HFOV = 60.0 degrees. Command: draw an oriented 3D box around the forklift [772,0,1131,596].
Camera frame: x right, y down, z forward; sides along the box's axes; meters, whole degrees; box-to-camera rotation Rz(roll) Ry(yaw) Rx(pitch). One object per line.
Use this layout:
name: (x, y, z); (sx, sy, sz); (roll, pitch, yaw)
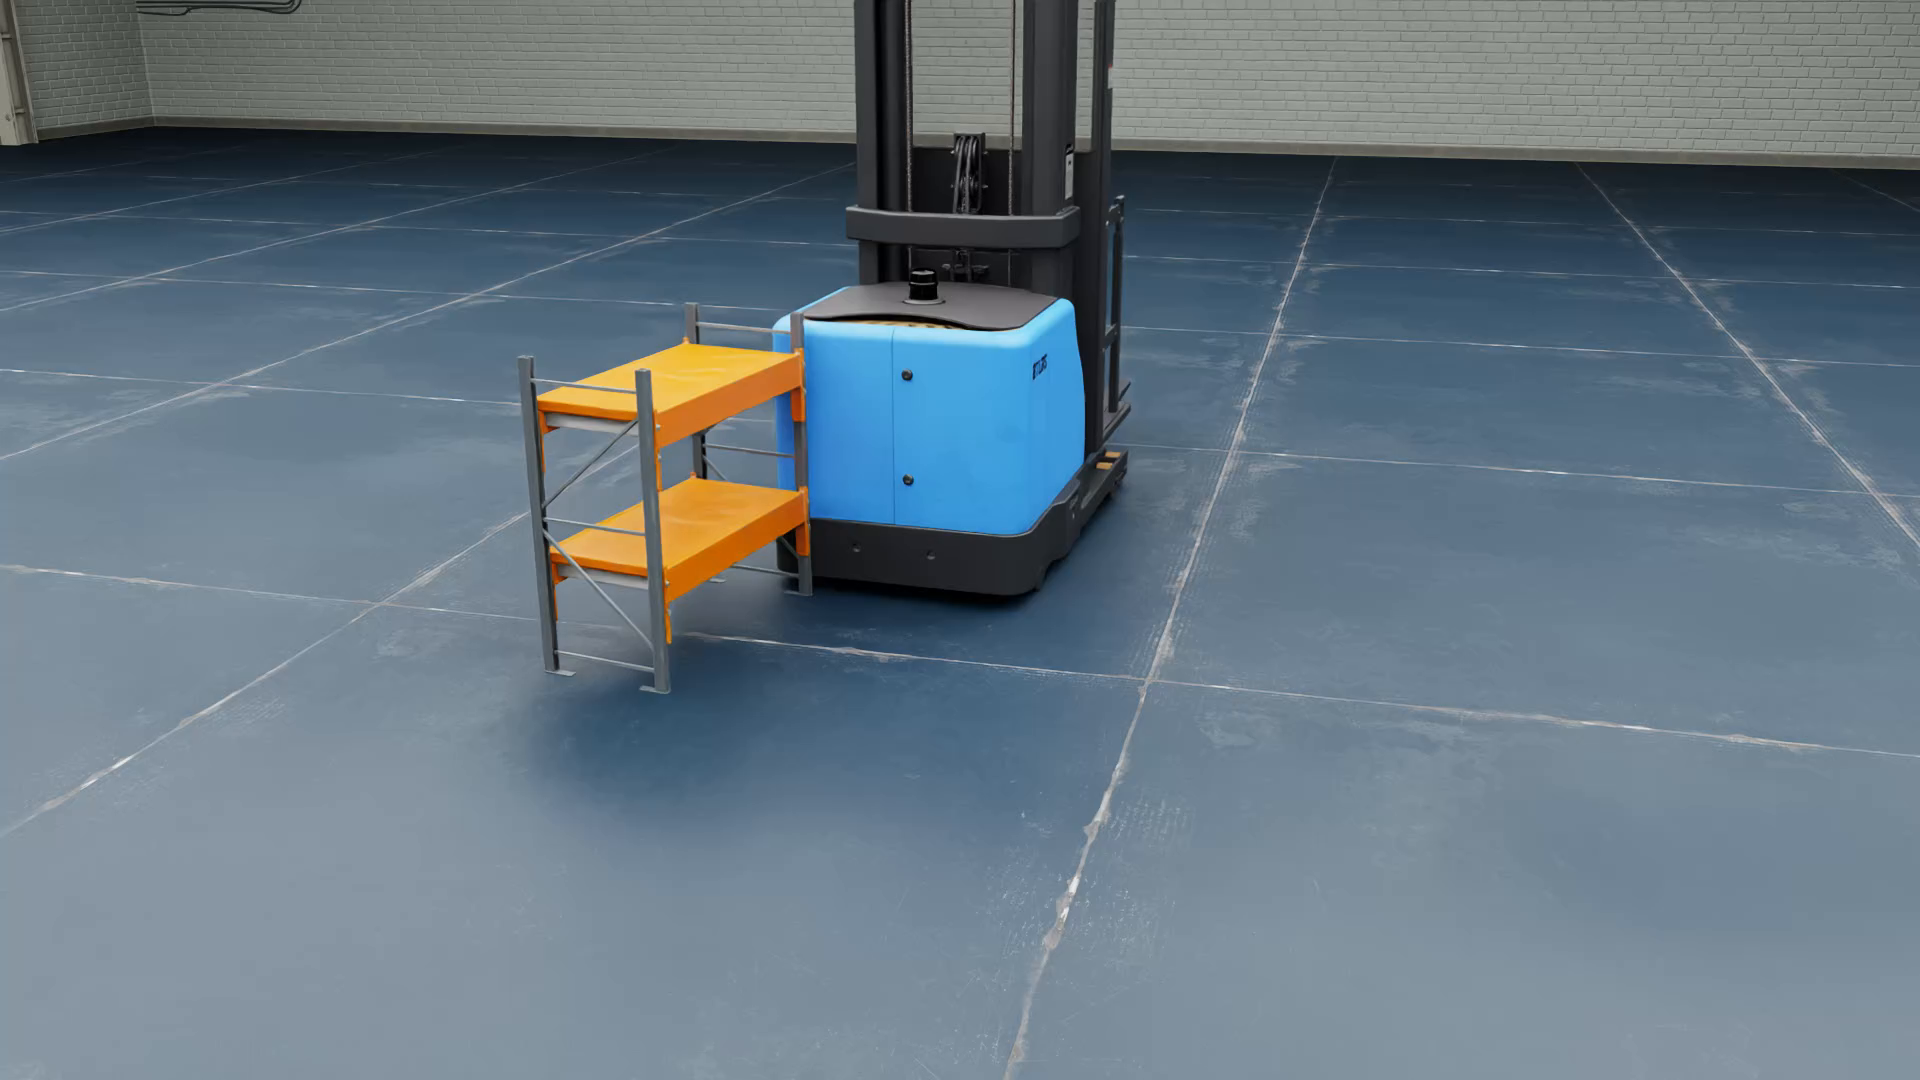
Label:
forklift: (0.174, -1.615, 7.382); (1.130, 2.935, 3.031); (5, 20, 16)

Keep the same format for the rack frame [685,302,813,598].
rack frame: (-0.816, -0.342, 6.448); (0.500, 1.125, 0.032); (8, 20, 22)

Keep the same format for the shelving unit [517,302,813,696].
shelving unit: (-1.018, -0.191, 6.007); (0.538, 1.125, 1.048); (8, 20, 22)

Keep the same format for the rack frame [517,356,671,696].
rack frame: (-1.220, -0.040, 5.565); (0.500, 1.125, 0.032); (8, 20, 22)

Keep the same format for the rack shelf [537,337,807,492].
rack shelf: (-1.018, -0.468, 5.912); (0.538, 0.278, 1.000); (8, 20, 22)

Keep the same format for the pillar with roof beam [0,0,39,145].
pillar with roof beam: (-9.267, -9.581, 21.315); (9.100, 9.000, 0.400); (5, 19, 13)

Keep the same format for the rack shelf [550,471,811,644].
rack shelf: (-1.018, 0.040, 6.086); (0.538, 0.278, 1.000); (8, 20, 22)

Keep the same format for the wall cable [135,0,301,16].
wall cable: (-11.439, -9.270, 25.210); (3.097, 2.526, 0.112); (5, 19, 13)
